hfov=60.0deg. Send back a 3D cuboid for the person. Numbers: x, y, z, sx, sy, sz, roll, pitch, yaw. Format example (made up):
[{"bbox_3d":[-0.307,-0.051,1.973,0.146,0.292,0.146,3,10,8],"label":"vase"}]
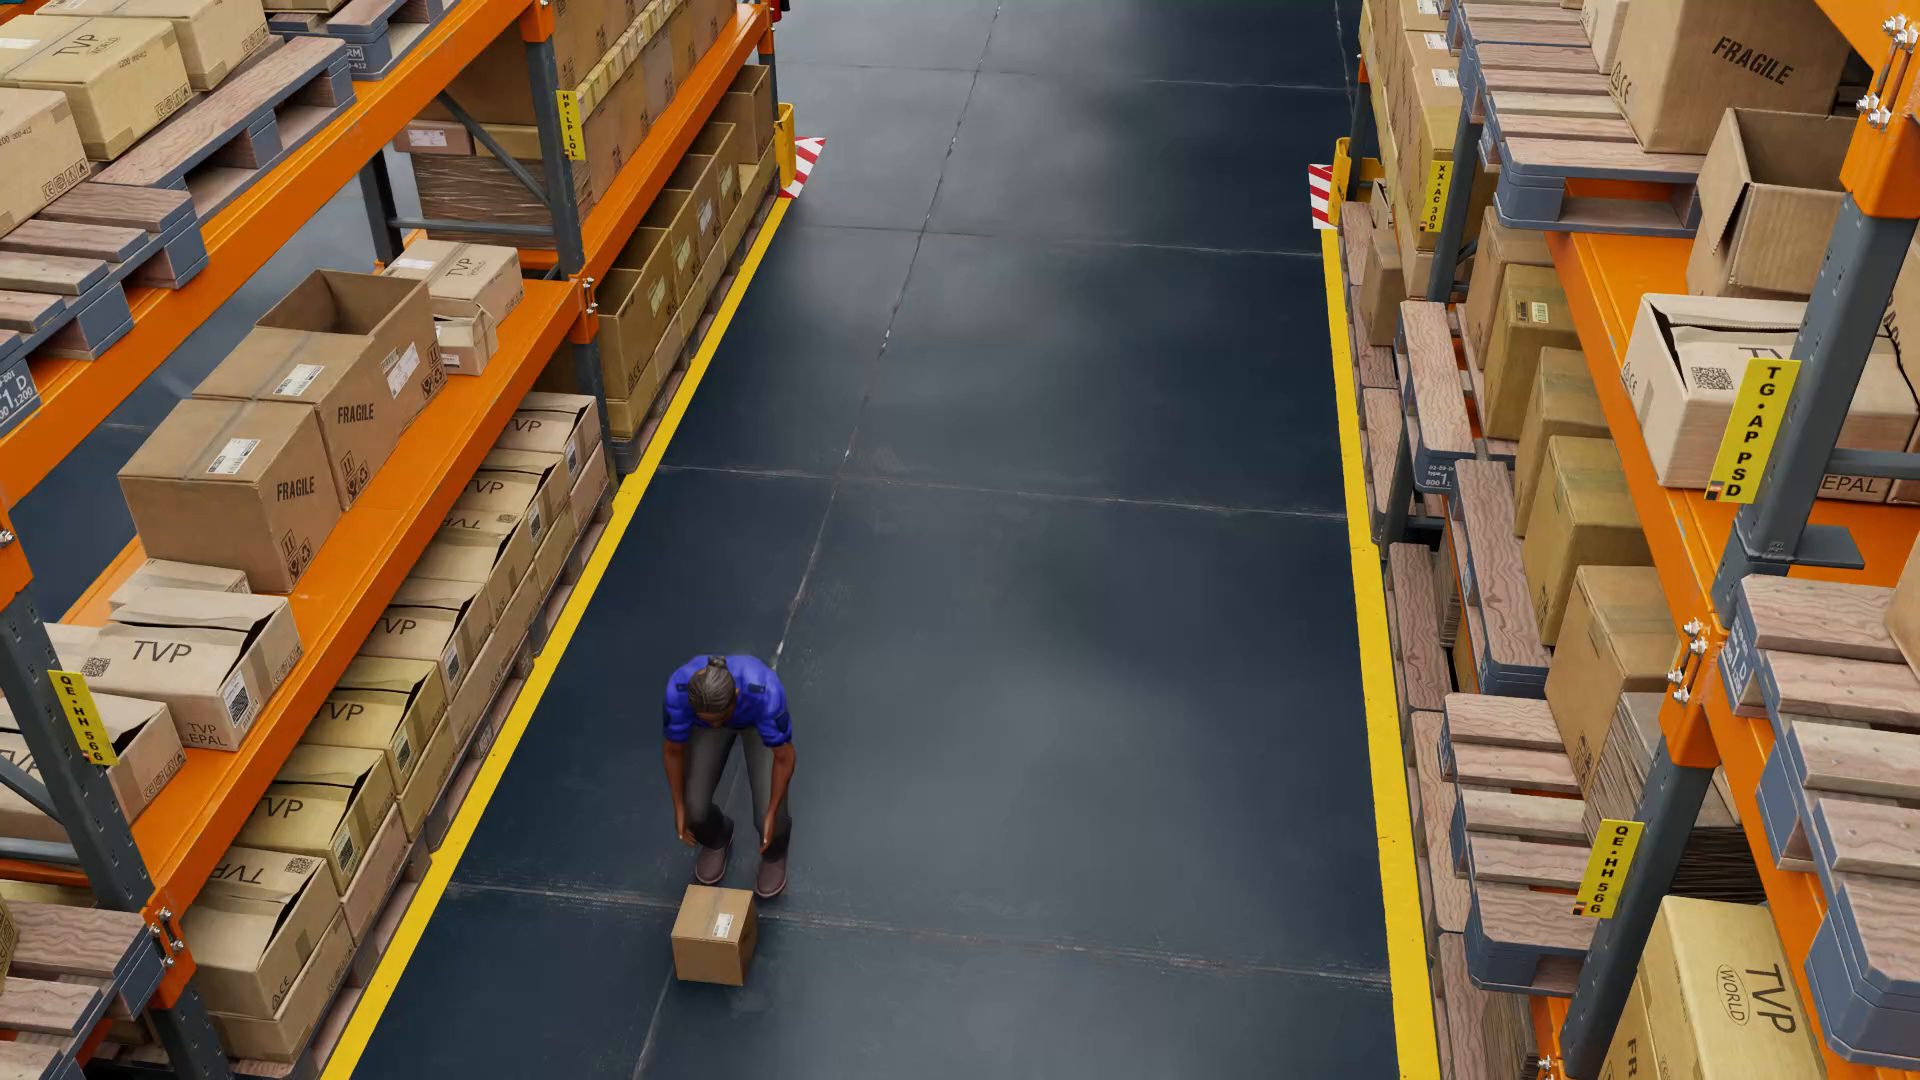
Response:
[{"bbox_3d":[-0.831,0.820,6.256,0.497,1.277,0.684,4,37,6],"label":"person"}]
